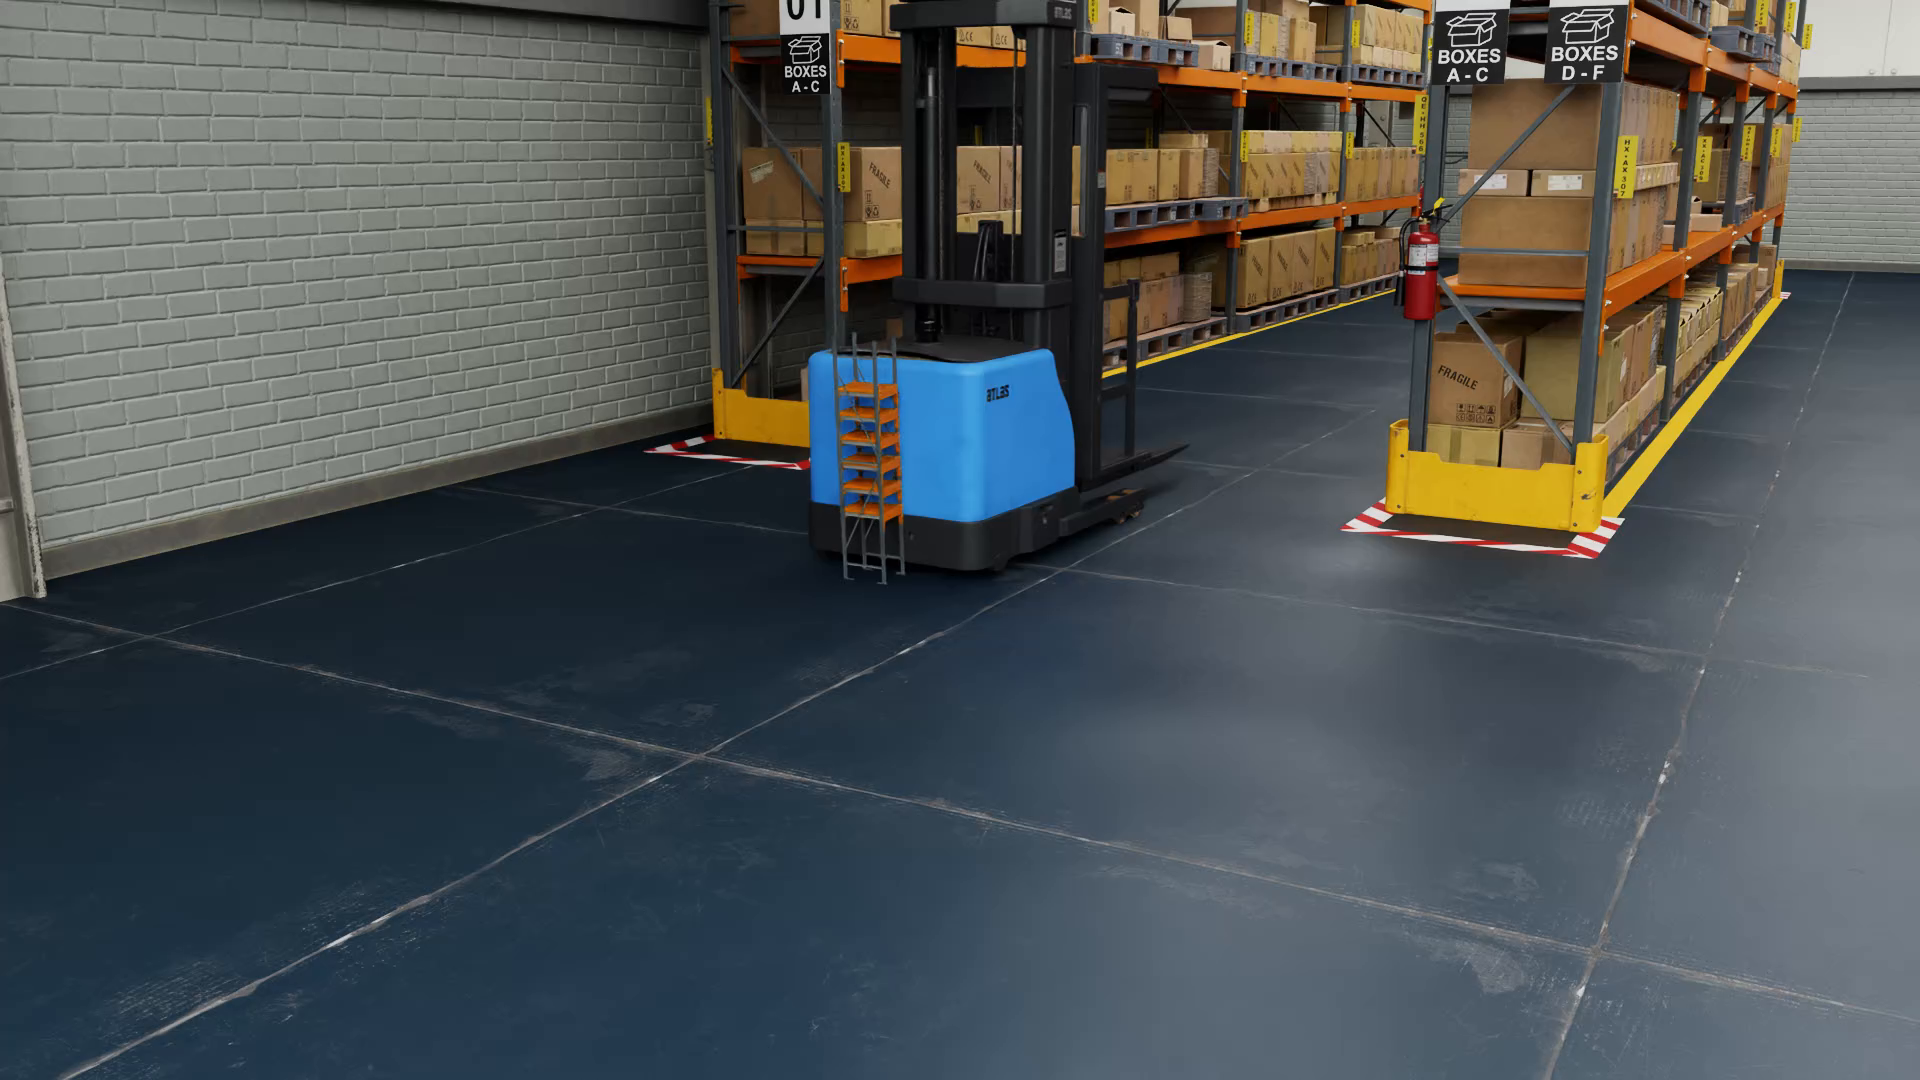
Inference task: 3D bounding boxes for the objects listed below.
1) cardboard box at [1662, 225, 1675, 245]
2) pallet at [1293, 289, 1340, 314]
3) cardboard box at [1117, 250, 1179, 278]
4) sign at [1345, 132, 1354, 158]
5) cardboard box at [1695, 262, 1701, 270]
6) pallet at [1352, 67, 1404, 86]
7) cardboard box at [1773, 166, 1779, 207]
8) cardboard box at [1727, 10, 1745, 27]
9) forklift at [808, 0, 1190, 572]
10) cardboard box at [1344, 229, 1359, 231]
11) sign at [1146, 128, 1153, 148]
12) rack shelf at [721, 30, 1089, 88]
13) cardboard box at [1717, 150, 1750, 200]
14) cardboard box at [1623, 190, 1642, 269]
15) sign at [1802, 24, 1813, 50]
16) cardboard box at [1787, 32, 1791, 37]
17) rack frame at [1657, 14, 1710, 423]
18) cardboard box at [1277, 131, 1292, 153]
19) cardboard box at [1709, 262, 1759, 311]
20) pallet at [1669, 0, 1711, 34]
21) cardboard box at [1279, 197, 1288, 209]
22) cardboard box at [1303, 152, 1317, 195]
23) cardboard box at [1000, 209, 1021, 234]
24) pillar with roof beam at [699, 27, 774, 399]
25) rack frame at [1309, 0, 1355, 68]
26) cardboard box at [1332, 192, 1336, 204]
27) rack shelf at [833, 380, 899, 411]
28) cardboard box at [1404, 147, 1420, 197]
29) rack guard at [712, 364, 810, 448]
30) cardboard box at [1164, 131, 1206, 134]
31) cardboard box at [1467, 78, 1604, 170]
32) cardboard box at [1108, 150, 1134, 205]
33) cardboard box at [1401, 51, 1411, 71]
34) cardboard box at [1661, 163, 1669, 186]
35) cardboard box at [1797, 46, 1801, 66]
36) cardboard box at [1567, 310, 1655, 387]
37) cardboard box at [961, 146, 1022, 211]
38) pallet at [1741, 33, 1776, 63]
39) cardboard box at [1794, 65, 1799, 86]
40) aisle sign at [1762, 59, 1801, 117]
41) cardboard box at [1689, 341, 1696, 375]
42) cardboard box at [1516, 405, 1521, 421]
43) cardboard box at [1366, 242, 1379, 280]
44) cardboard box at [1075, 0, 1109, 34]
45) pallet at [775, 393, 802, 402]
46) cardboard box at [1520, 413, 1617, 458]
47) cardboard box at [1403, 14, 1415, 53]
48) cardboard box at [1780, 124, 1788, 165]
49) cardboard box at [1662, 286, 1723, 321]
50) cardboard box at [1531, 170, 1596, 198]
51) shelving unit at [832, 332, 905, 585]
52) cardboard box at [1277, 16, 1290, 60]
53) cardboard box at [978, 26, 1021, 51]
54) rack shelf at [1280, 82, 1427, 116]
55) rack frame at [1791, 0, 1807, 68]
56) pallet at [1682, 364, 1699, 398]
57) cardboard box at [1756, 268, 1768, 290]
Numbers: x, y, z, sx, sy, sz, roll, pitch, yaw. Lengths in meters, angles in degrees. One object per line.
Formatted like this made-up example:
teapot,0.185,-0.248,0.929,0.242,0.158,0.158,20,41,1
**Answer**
cardboard box,5.616,-2.456,13.357,0.380,0.149,0.250,7,15,28
pallet,4.231,-3.099,21.437,1.003,0.211,1.213,7,15,28
cardboard box,1.972,-2.901,17.459,0.500,0.250,0.500,8,16,29
sign,5.018,-5.086,21.430,0.100,0.325,0.005,7,15,28
cardboard box,7.946,-3.147,18.483,0.500,0.250,0.500,7,15,28
pallet,5.534,-6.453,23.187,1.003,0.211,1.213,7,15,28
cardboard box,9.850,-4.391,20.634,0.500,0.500,0.500,7,15,28
cardboard box,7.124,-4.840,16.098,0.910,0.500,0.500,7,15,28
forklift,0.407,-1.563,9.265,1.130,2.935,3.031,8,16,30
cardboard box,5.495,-4.379,23.852,0.380,0.149,0.250,8,15,29
sign,2.117,-4.426,18.521,0.100,0.325,0.005,7,15,28
rack shelf,-0.296,-3.678,13.025,1.077,0.370,4.000,7,15,28
cardboard box,7.758,-3.801,17.290,0.700,0.500,0.500,11,17,38
cardboard box,4.058,-2.060,10.964,0.700,0.500,0.500,8,16,30
sign,11.286,-6.703,22.149,0.100,0.325,0.005,7,15,28
cardboard box,10.576,-6.767,21.957,0.700,0.500,0.500,7,15,28
rack frame,5.009,-2.420,12.670,1.000,3.000,0.127,7,15,28
cardboard box,3.547,-4.646,19.412,0.500,0.250,0.500,7,15,28
cardboard box,8.889,-2.926,19.165,0.500,0.500,0.500,7,15,28
pallet,4.619,-3.657,11.591,1.003,0.211,1.213,7,15,28
cardboard box,3.698,-4.046,19.908,0.380,0.149,0.250,7,15,28
cardboard box,4.047,-4.493,20.380,0.500,0.500,0.500,7,15,28
cardboard box,0.229,-2.579,13.609,0.500,0.250,0.500,7,15,28
pillar with roof beam,2.087,-4.830,9.867,9.100,9.000,0.400,7,15,28
rack frame,4.538,-7.538,21.100,1.000,3.000,0.127,7,15,28
cardboard box,4.623,-4.408,21.409,0.380,0.149,0.250,8,15,29
rack shelf,-0.450,-0.696,7.995,0.258,0.103,0.180,7,19,27
cardboard box,6.234,-5.482,24.733,0.980,0.700,0.700,8,16,31
rack guard,-1.226,-0.960,11.948,1.175,0.500,0.348,7,15,28
cardboard box,2.597,-4.491,18.770,0.500,0.250,0.500,8,16,30
cardboard box,3.338,-2.383,9.538,0.700,0.500,0.500,7,15,28
cardboard box,1.223,-3.457,15.821,0.700,0.500,0.500,9,16,34
cardboard box,6.100,-6.793,23.620,0.500,0.250,0.500,7,15,26
cardboard box,4.819,-2.599,11.816,0.380,0.149,0.250,7,15,26
cardboard box,10.785,-6.376,21.932,0.500,0.250,0.500,7,15,28
cardboard box,4.486,-1.327,11.510,0.500,0.500,0.500,7,15,28
cardboard box,0.224,-2.944,13.523,0.500,0.500,0.500,7,15,26
pallet,6.693,-4.457,15.125,1.213,0.211,1.003,8,16,31
cardboard box,10.793,-6.132,21.987,0.500,0.250,0.500,7,15,28
aisle sign,11.111,-6.125,22.491,0.394,0.787,0.004,7,15,28
cardboard box,5.917,-1.553,14.046,0.500,0.250,0.500,7,15,26
cardboard box,3.307,-0.714,10.565,0.500,0.250,0.500,7,15,28
cardboard box,5.485,-3.960,23.496,0.700,0.500,0.500,8,16,29
cardboard box,1.005,-4.794,15.010,0.500,0.500,0.500,10,17,36
pallet,-0.802,-0.982,12.657,1.003,0.211,1.213,7,15,28
cardboard box,3.768,-0.654,10.318,0.500,0.250,0.500,7,15,28
cardboard box,6.105,-7.162,23.552,0.500,0.500,0.500,8,16,30
cardboard box,10.097,-4.978,20.934,0.500,0.500,0.500,8,16,30
cardboard box,6.905,-2.245,15.720,0.500,0.311,0.500,8,16,30
cardboard box,3.454,-2.019,9.411,0.380,0.149,0.250,7,15,28
shelving unit,-0.441,-0.394,8.085,0.258,1.200,0.189,7,19,27
cardboard box,3.506,-5.957,19.790,0.700,0.500,0.500,7,15,28
cardboard box,0.153,-4.145,13.169,0.500,0.500,0.500,7,15,26
rack shelf,5.505,-6.140,23.237,1.077,0.370,4.000,7,15,28
rack frame,10.810,-7.798,22.179,1.000,3.000,0.127,7,15,28
pallet,5.920,-1.471,14.684,1.003,0.211,1.213,7,15,28
cardboard box,10.277,-3.428,21.780,0.500,0.250,0.500,7,15,28
